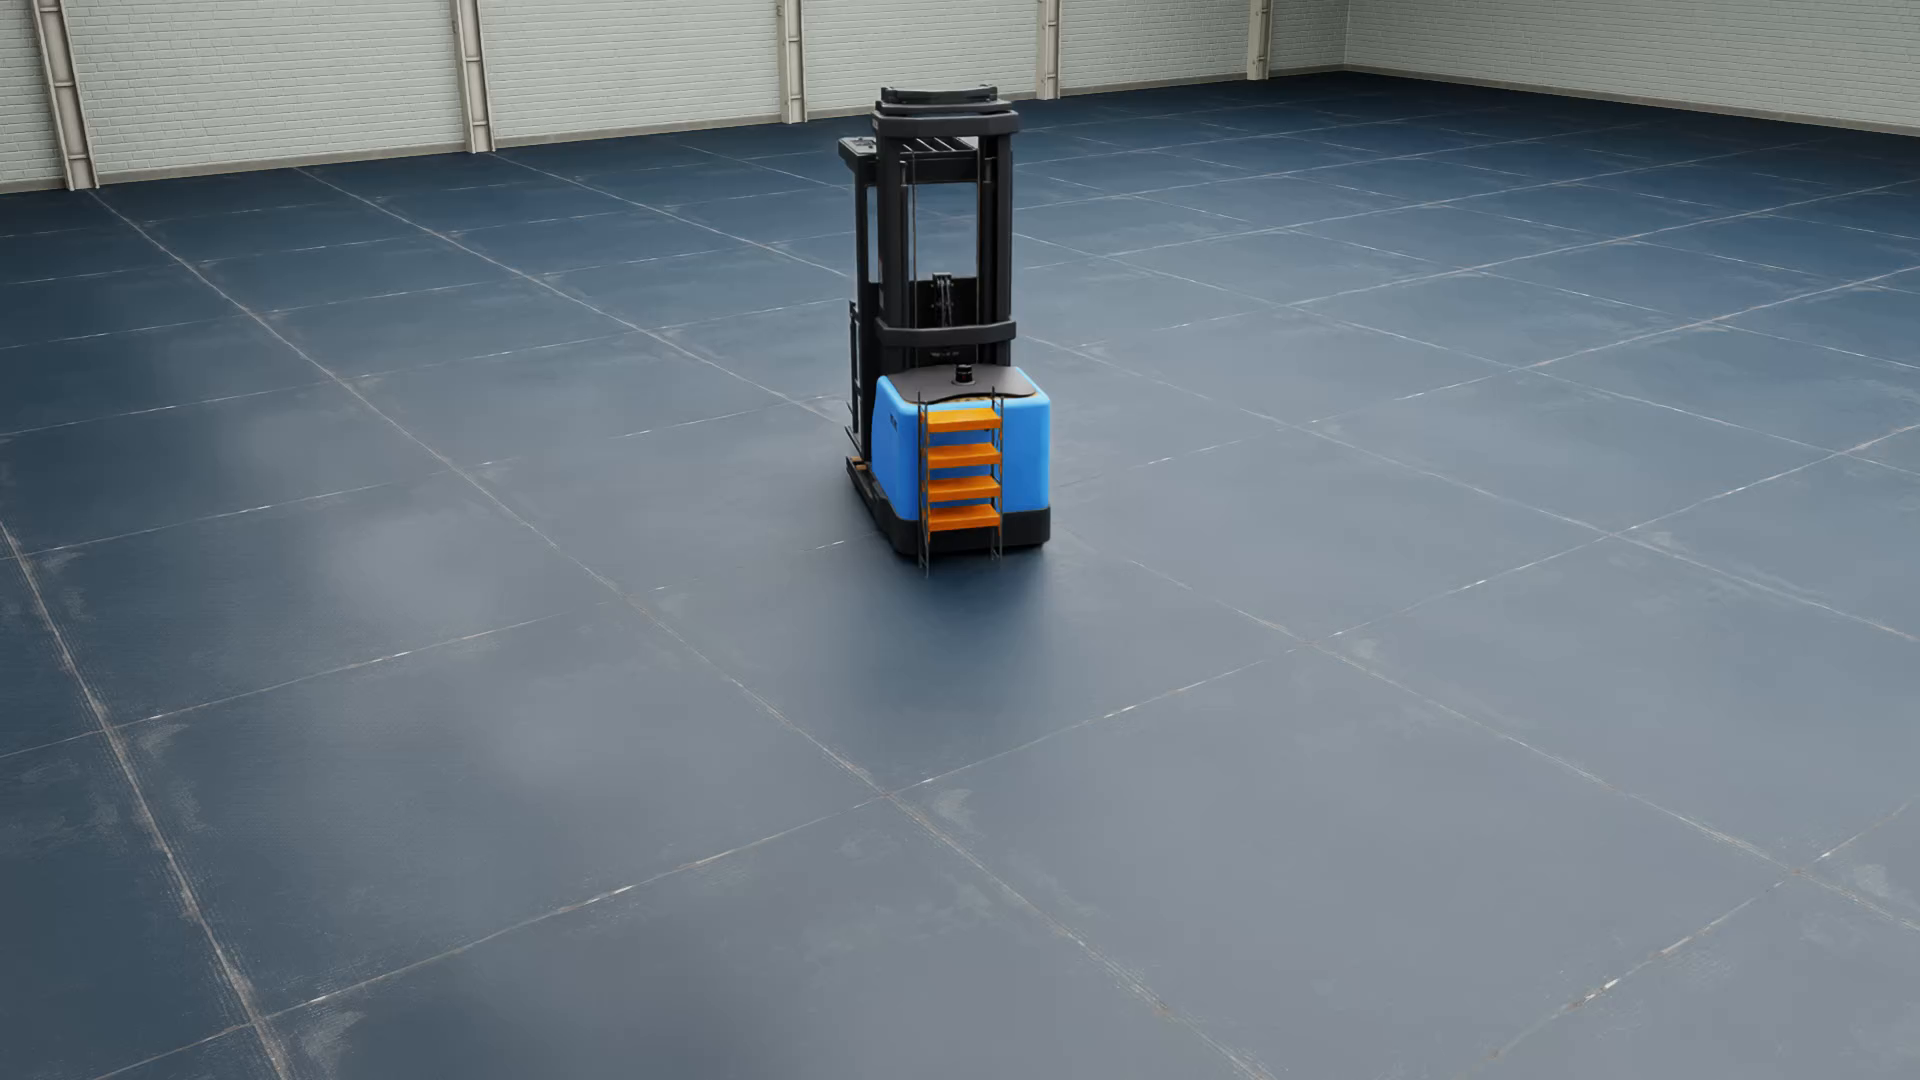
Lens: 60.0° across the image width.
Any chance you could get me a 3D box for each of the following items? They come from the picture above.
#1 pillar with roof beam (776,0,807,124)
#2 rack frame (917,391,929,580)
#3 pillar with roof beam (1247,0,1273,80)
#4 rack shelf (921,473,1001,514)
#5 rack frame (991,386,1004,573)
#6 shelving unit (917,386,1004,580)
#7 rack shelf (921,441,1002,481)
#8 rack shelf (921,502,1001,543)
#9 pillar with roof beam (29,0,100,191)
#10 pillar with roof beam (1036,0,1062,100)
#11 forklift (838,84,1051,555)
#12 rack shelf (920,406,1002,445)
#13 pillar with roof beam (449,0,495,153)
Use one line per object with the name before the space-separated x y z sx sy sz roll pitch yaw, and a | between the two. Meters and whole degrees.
pillar with roof beam | -0.559 -10.630 25.893 0.400 9.000 9.100 -15 26 -33
rack frame | -0.235 -0.343 10.636 0.015 1.200 0.240 -5 22 -13
pillar with roof beam | 9.182 -13.227 32.403 0.400 9.000 9.100 -15 26 -33
rack shelf | 0.002 -0.301 10.714 0.480 0.148 0.258 -5 22 -13
rack frame | 0.239 -0.385 10.743 0.015 1.200 0.240 -5 22 -13
shelving unit | 0.002 -0.364 10.689 0.503 1.200 0.258 -5 22 -13
rack shelf | 0.002 -0.509 10.631 0.480 0.148 0.258 -5 22 -13
rack shelf | 0.002 -0.117 10.788 0.480 0.148 0.258 -5 22 -13
pillar with roof beam | -10.300 -8.033 19.384 0.400 9.000 9.100 -15 26 -33
pillar with roof beam | 4.311 -11.929 29.148 0.400 9.000 9.100 -15 26 -33
forklift | -0.236 -1.781 11.904 1.130 2.935 3.031 -5 22 -13
rack shelf | 0.002 -0.729 10.543 0.480 0.148 0.258 -5 22 -13
pillar with roof beam | -5.430 -9.331 22.639 0.400 9.000 9.100 -15 26 -33
